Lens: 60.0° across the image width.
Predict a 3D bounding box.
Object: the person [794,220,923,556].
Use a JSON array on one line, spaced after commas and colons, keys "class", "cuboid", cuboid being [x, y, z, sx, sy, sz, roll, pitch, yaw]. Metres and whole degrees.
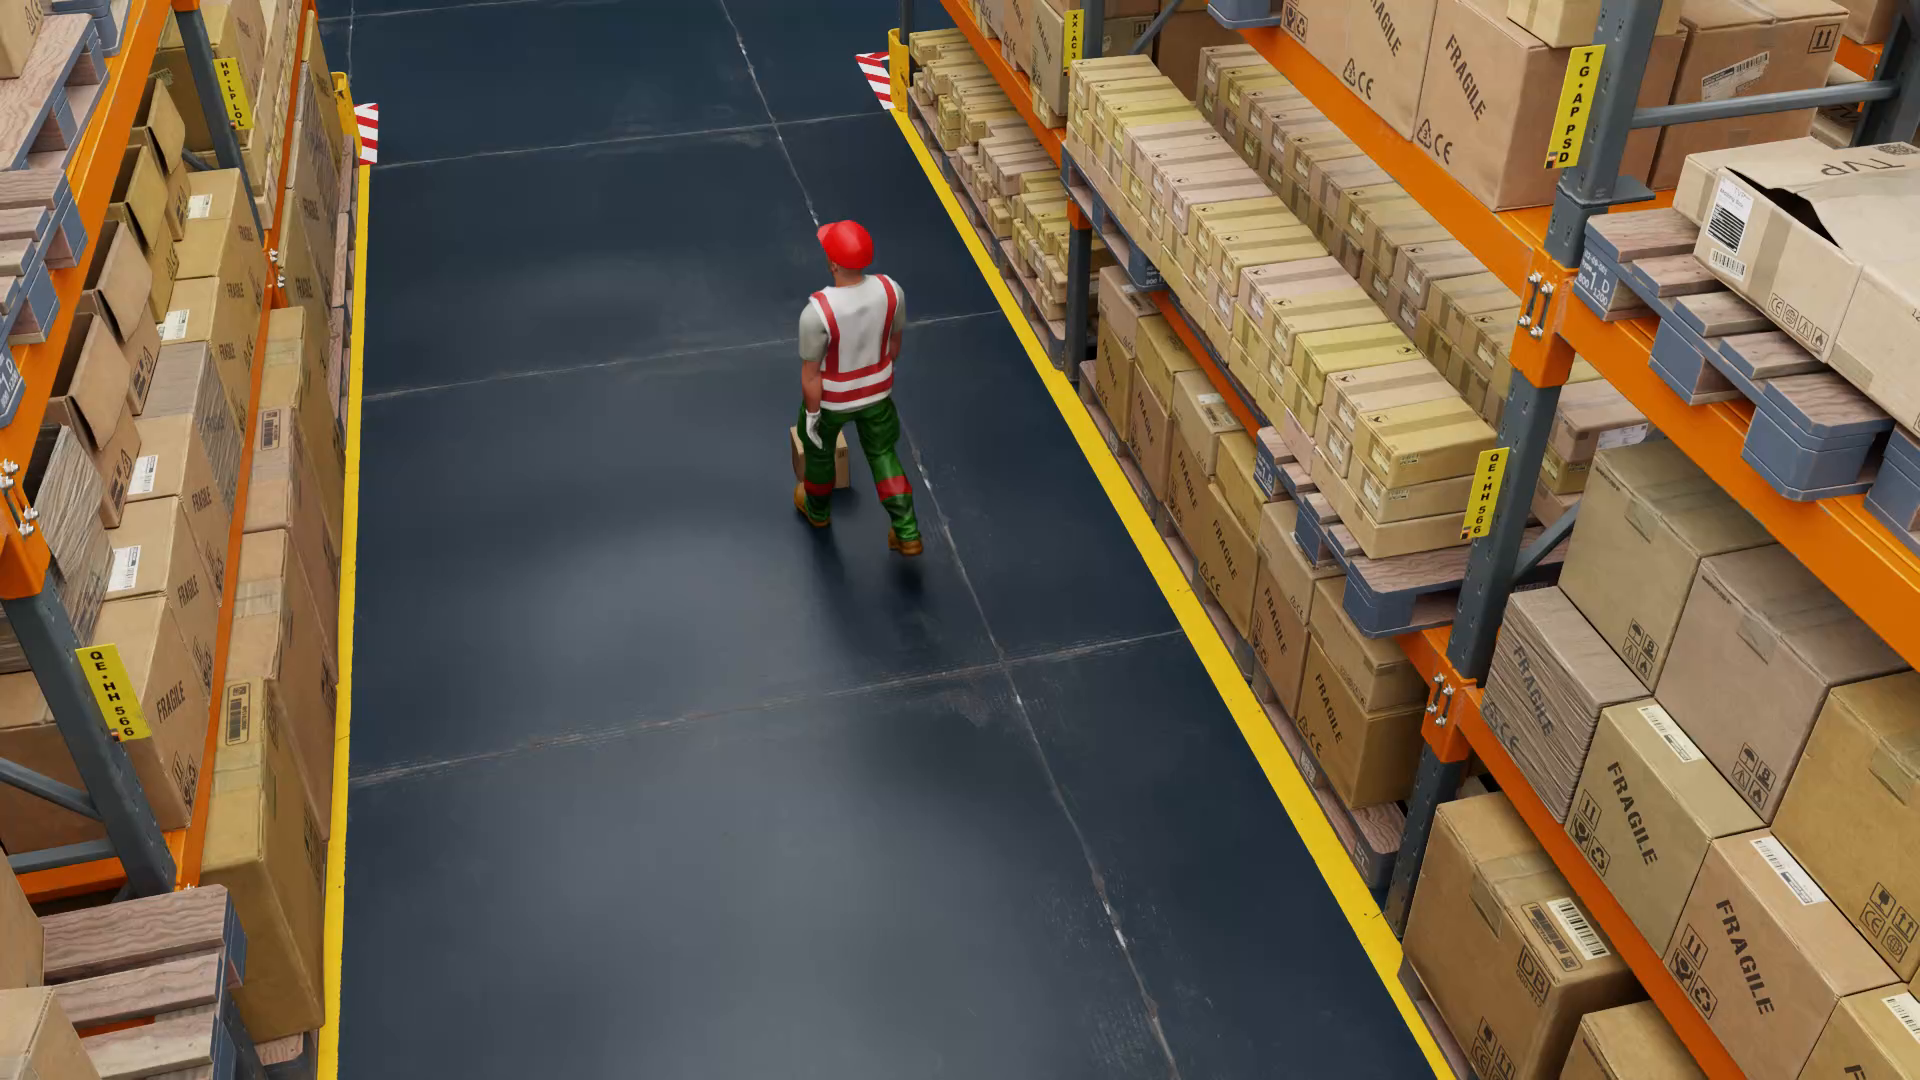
[{"class": "person", "cuboid": [-0.509, -0.700, 7.596, 0.543, 1.764, 0.894, -16, 41, -20]}]
